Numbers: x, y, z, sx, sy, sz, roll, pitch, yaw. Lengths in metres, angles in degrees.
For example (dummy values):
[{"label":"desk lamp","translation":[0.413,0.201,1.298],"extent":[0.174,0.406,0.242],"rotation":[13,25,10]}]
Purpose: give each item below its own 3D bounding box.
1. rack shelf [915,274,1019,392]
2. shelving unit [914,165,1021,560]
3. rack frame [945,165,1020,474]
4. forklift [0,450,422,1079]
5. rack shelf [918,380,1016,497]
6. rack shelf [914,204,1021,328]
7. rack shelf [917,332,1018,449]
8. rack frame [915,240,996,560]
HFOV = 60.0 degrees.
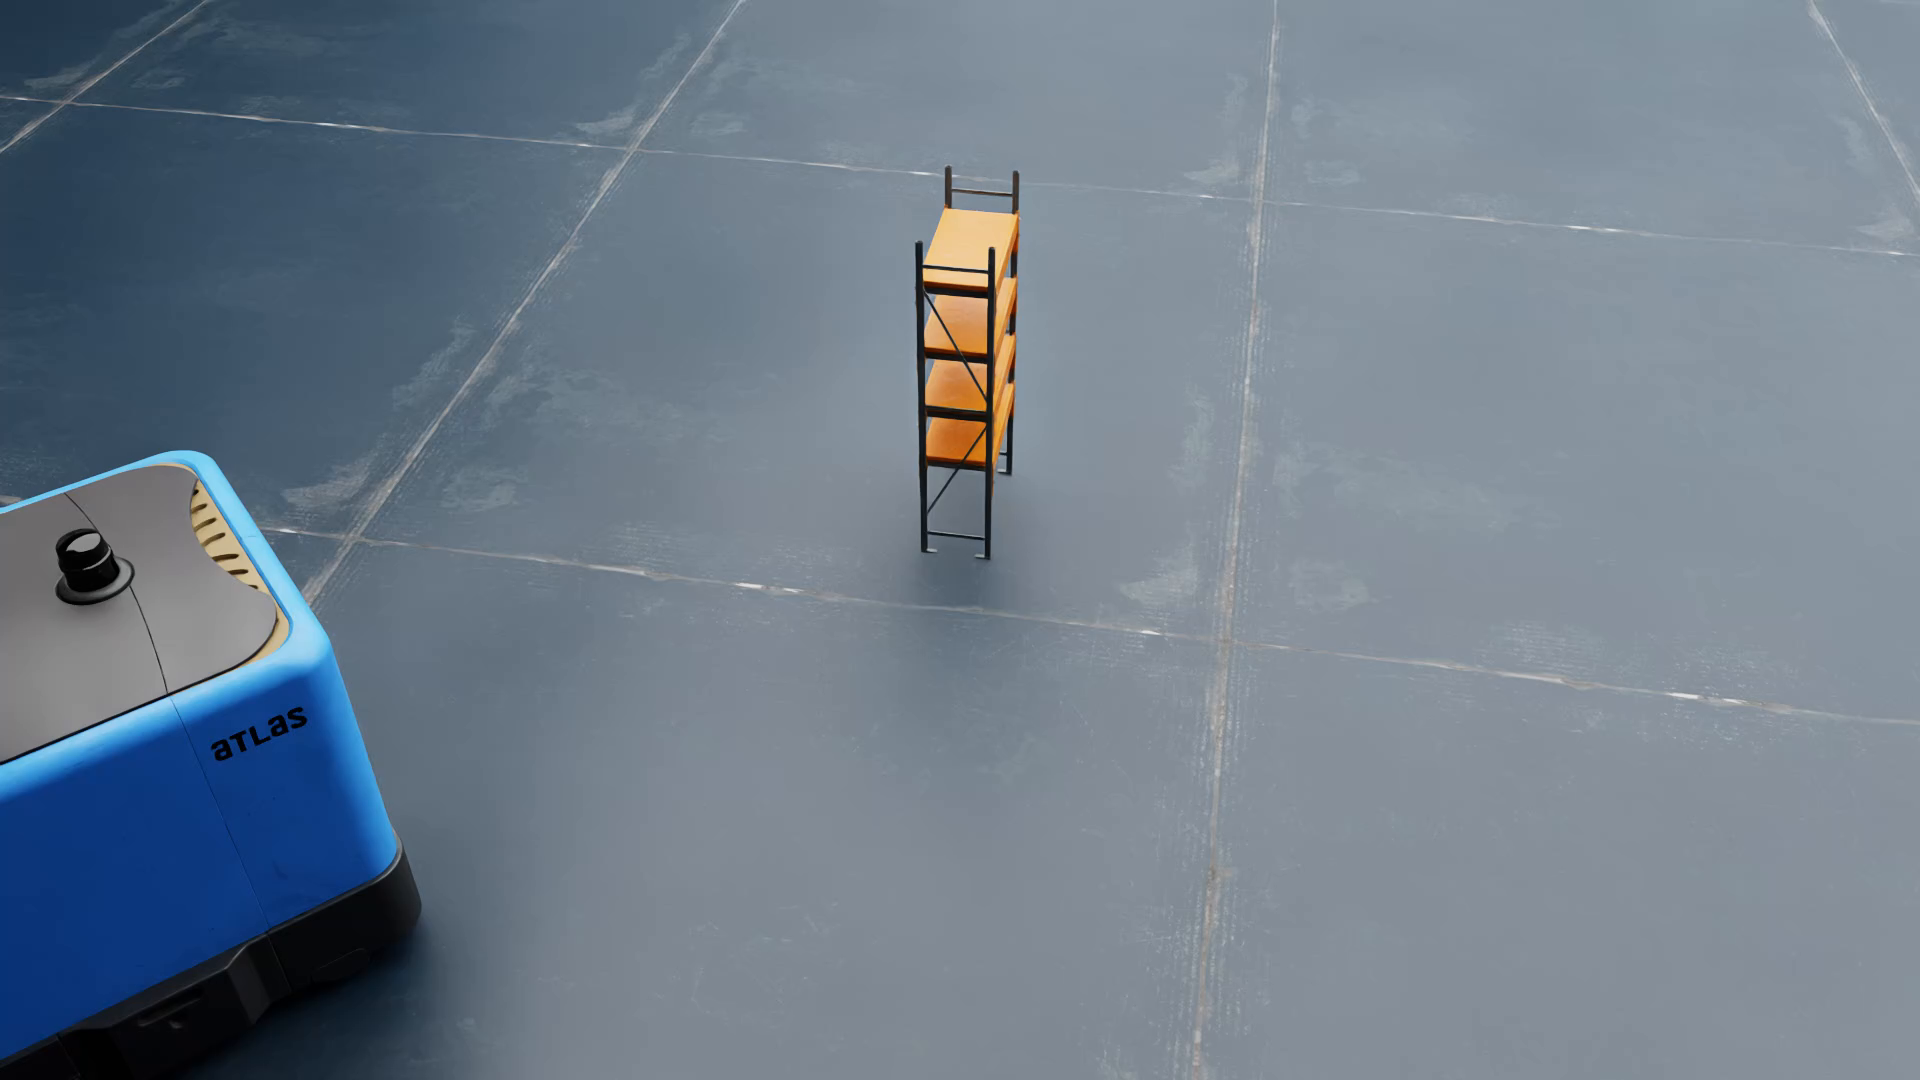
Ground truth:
[{"label":"rack shelf","translation":[0.029,-0.687,5.394],"extent":[0.258,0.148,0.480],"rotation":[6,40,8]},{"label":"shelving unit","translation":[0.029,-0.566,5.493],"extent":[0.258,1.200,0.503],"rotation":[6,40,8]},{"label":"rack frame","translation":[0.071,-0.719,5.679],"extent":[0.240,1.200,0.015],"rotation":[6,40,8]},{"label":"forklift","translation":[-2.926,0.240,3.160],"extent":[3.031,2.935,1.130],"rotation":[-25,46,-27]},{"label":"rack shelf","translation":[0.029,-0.361,5.663],"extent":[0.258,0.148,0.480],"rotation":[6,40,8]},{"label":"rack shelf","translation":[0.029,-0.869,5.243],"extent":[0.258,0.148,0.480],"rotation":[6,40,8]},{"label":"rack shelf","translation":[0.029,-0.514,5.536],"extent":[0.258,0.148,0.480],"rotation":[6,40,8]},{"label":"rack frame","translation":[-0.014,-0.413,5.308],"extent":[0.240,1.200,0.015],"rotation":[6,40,8]}]
